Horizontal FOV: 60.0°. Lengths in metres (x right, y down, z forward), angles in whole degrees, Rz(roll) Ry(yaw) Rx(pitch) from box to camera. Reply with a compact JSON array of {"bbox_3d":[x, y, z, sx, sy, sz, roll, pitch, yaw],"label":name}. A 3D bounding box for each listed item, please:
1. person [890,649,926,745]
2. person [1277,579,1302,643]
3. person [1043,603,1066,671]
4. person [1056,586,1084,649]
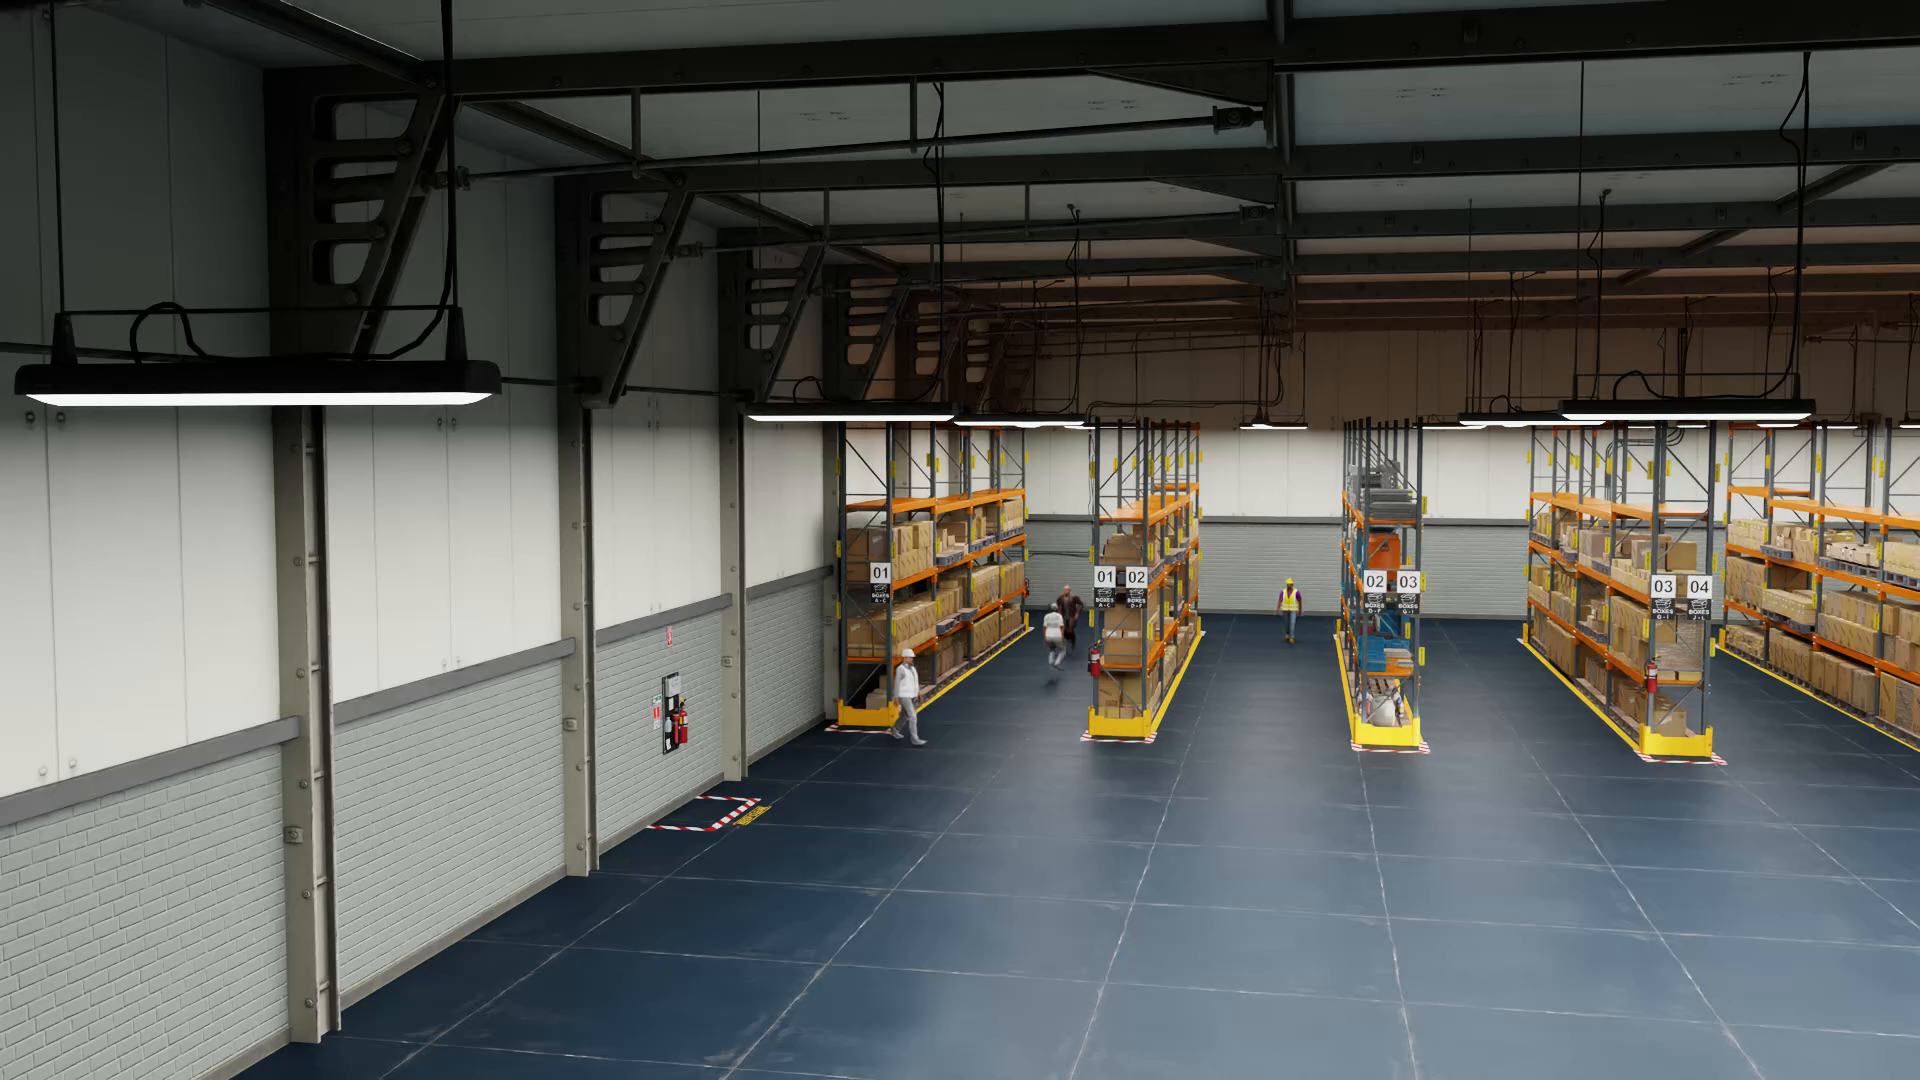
[{"bbox_3d":[-0.960,2.874,30.657,0.931,1.743,0.535,2,4,26],"label":"person"},{"bbox_3d":[8.965,1.912,45.271,0.666,1.704,1.077,1,4,14],"label":"person"},{"bbox_3d":[2.191,2.244,38.511,0.534,1.568,0.505,1,4,22],"label":"person"},{"bbox_3d":[2.824,1.994,42.844,0.753,1.670,0.643,1,4,19],"label":"person"}]
